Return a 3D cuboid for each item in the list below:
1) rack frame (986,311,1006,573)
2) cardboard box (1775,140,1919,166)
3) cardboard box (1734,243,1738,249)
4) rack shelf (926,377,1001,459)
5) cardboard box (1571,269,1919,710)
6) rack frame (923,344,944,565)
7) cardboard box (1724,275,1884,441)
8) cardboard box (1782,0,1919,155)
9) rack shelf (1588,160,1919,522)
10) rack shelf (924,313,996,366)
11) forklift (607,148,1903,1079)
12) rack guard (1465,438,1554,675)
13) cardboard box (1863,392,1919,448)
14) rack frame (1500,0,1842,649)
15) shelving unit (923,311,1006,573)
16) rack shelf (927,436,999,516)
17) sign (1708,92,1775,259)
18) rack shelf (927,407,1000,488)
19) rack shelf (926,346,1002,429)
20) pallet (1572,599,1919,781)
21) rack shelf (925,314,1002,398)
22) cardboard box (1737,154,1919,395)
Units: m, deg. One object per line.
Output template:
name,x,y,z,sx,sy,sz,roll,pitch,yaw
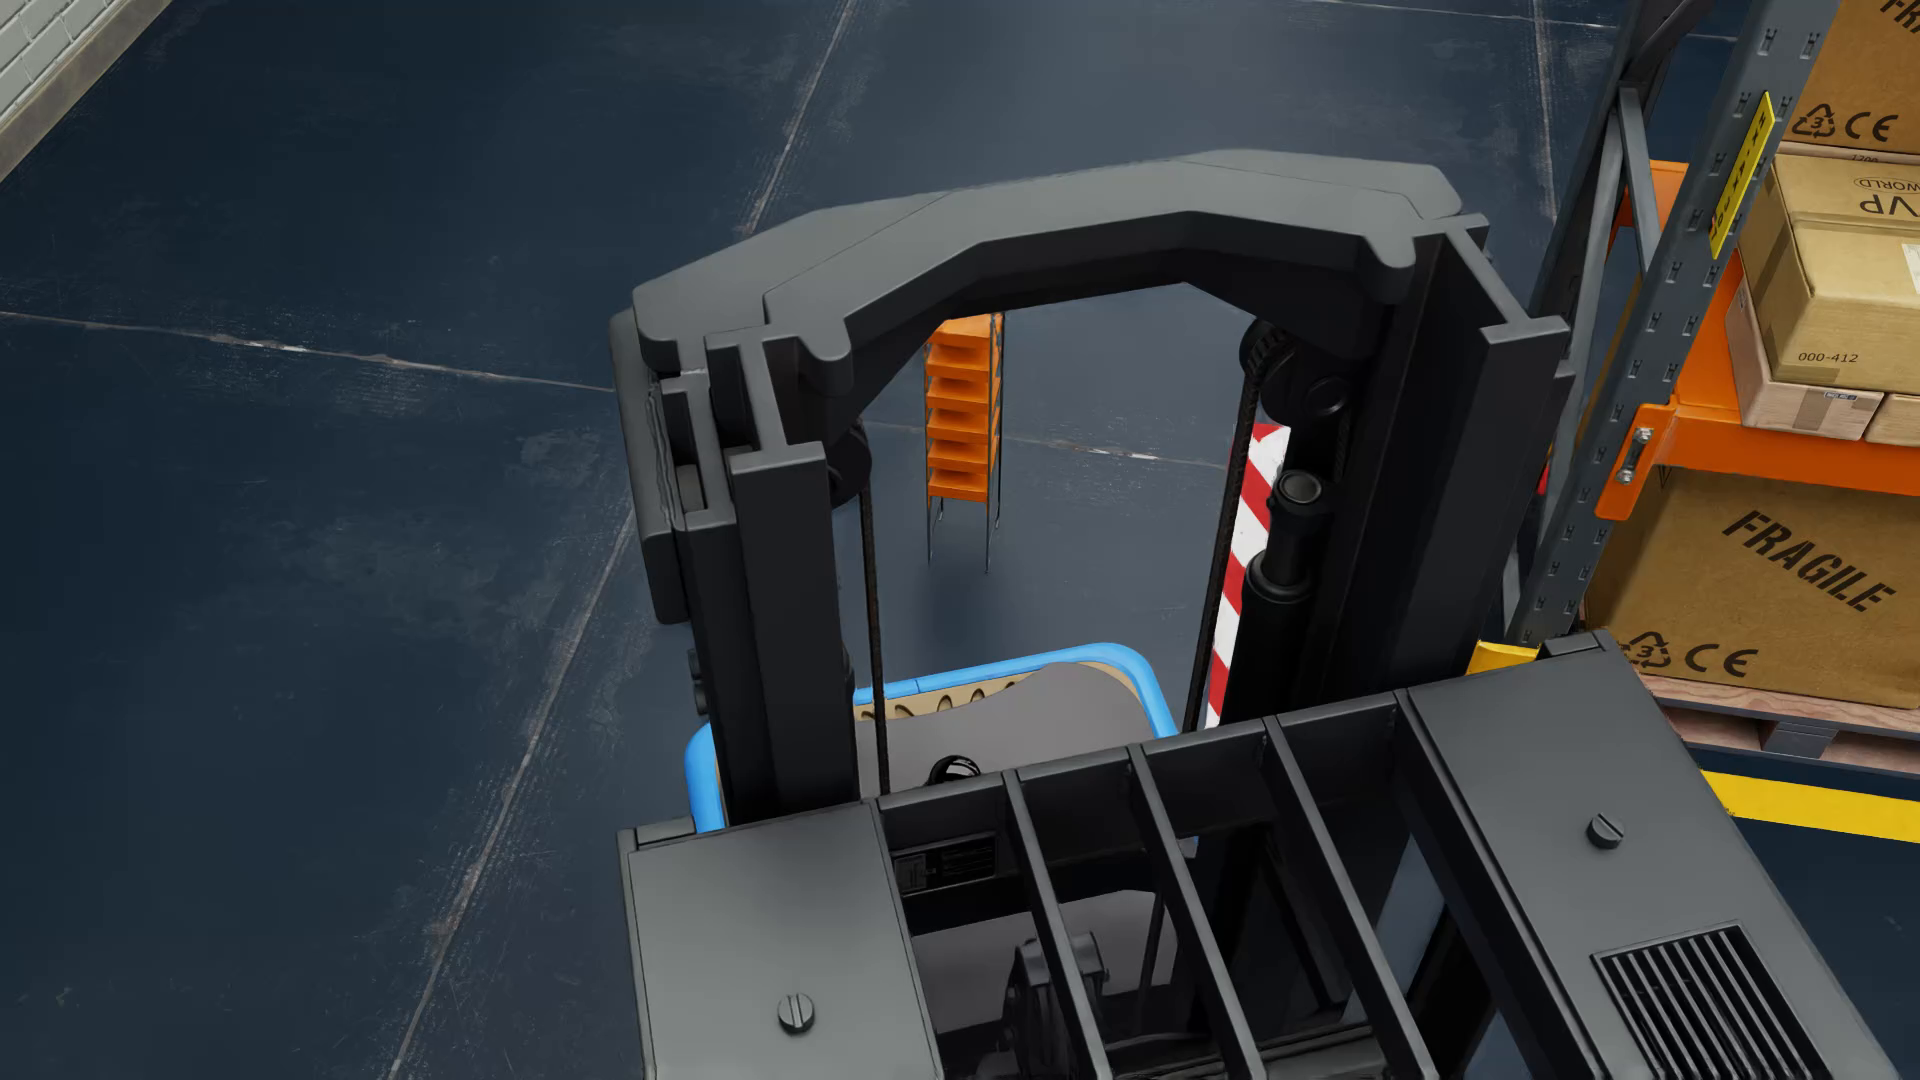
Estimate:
rack frame,0.104,-0.387,4.791,0.006,1.200,0.240,8,49,7
cardboard box,2.144,-0.972,4.008,0.500,0.250,0.500,7,48,6
cardboard box,2.028,-0.903,4.214,0.250,0.149,0.380,9,49,8
rack shelf,0.014,-0.369,4.835,0.180,0.103,0.258,8,49,7
cardboard box,2.263,-0.197,4.557,0.875,0.875,0.875,8,49,7
rack frame,-0.076,-0.411,4.813,0.006,1.200,0.240,8,49,7
cardboard box,1.910,-0.421,3.780,0.250,0.149,0.380,8,49,7
cardboard box,2.146,-1.221,3.727,0.500,0.500,0.500,8,49,7
rack shelf,3.588,-0.288,3.976,4.000,0.370,1.077,8,49,7
rack shelf,0.014,-0.610,4.567,0.180,0.103,0.258,8,49,7
forklift,0.257,1.099,2.292,1.130,2.935,3.031,-10,49,-9
rack guard,1.596,0.039,4.879,0.348,0.500,1.175,8,49,7
cardboard box,2.163,-0.388,3.751,0.250,0.149,0.380,7,48,6
rack frame,1.619,-0.793,3.946,0.127,3.000,1.000,8,49,7
shelving unit,0.014,-0.399,4.802,0.189,1.200,0.258,8,49,7
rack shelf,0.014,-0.209,5.014,0.180,0.103,0.258,8,49,7
sign,1.515,-0.703,3.230,0.005,0.325,0.100,8,49,7
rack shelf,0.014,-0.289,4.924,0.180,0.103,0.258,8,49,7
rack shelf,0.014,-0.450,4.746,0.180,0.103,0.258,8,49,7
pallet,2.420,0.188,4.940,1.213,0.211,1.003,8,49,7
rack shelf,0.014,-0.530,4.657,0.180,0.103,0.258,8,49,7
cardboard box,2.044,-0.581,3.656,0.500,0.250,0.500,7,48,6
